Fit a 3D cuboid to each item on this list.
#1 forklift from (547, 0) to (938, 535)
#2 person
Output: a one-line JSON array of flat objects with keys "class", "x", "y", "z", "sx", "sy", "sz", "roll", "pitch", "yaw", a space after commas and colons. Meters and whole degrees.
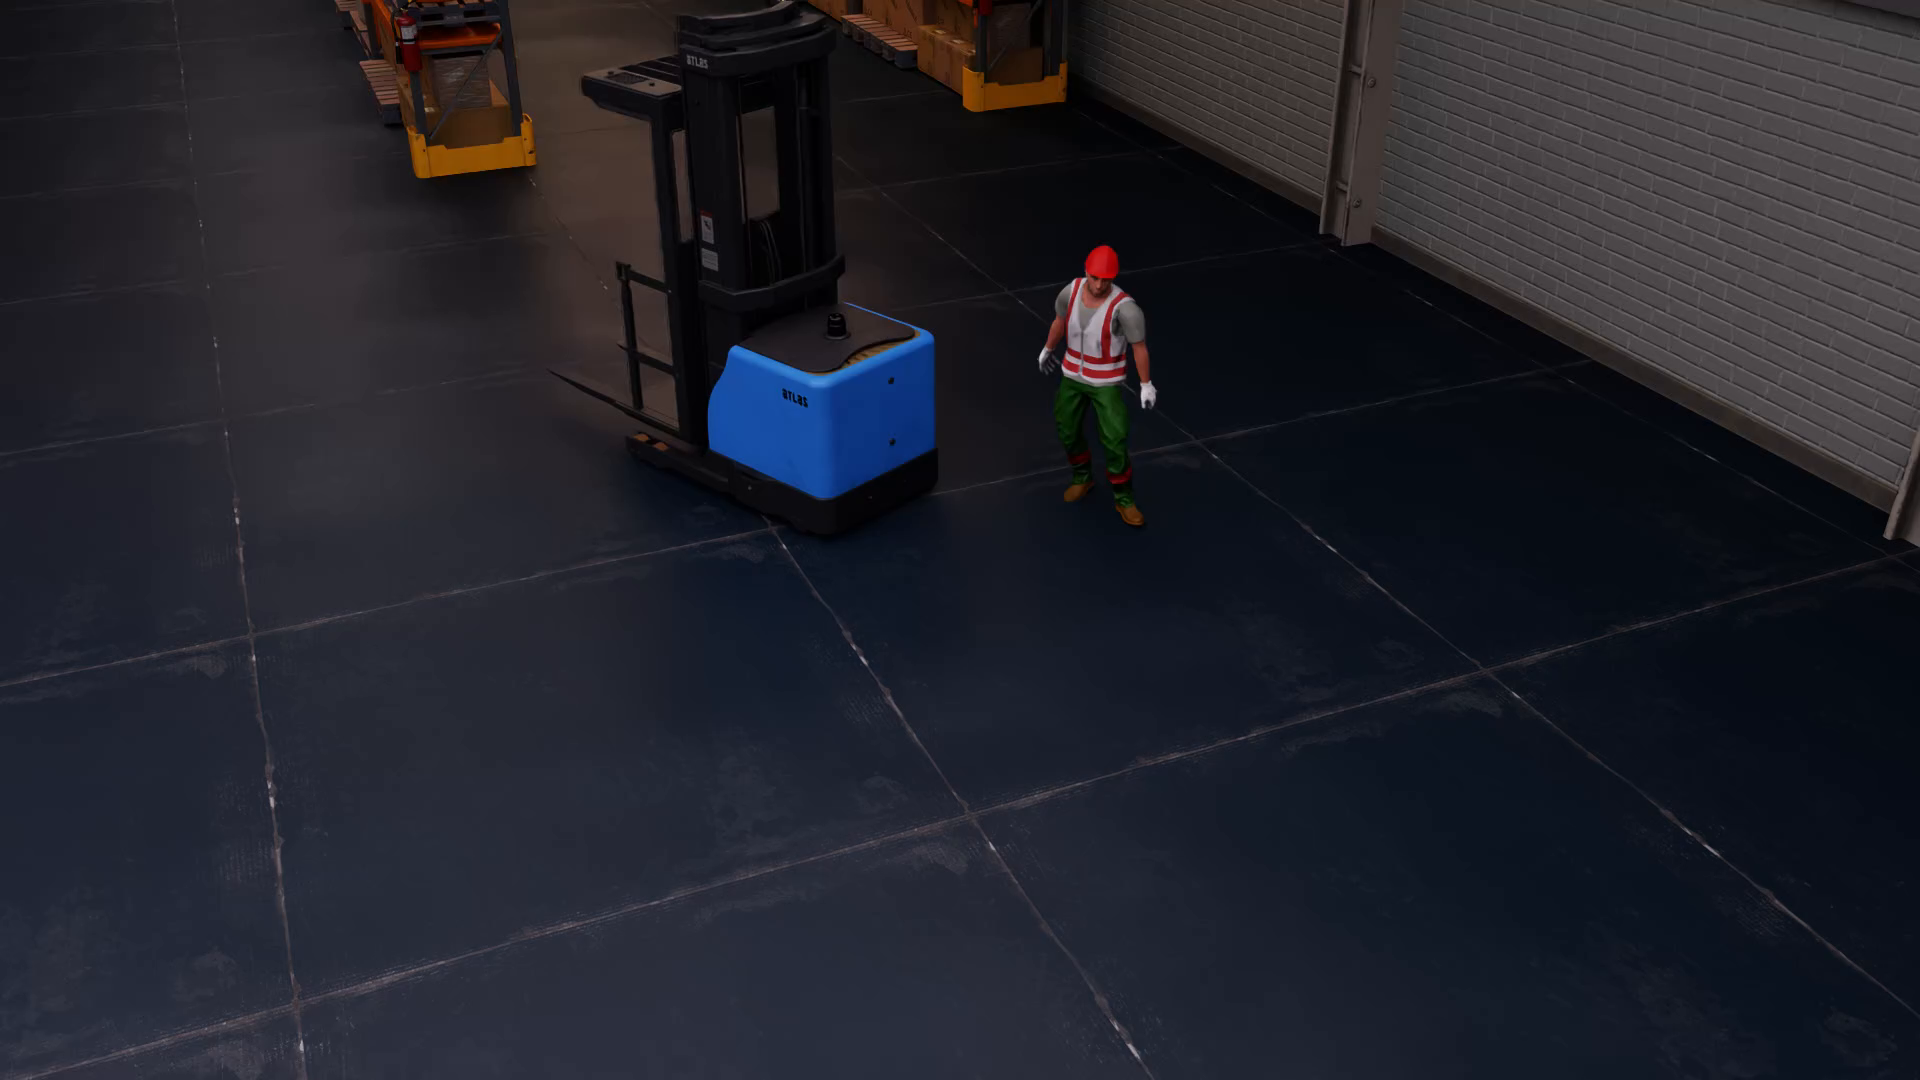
[{"class": "forklift", "x": -1.570, "y": -1.914, "z": 10.468, "sx": 3.031, "sy": 2.935, "sz": 1.130, "roll": 24, "pitch": 38, "yaw": 36}, {"class": "person", "x": 0.809, "y": -0.974, "z": 10.052, "sx": 0.885, "sy": 1.750, "sz": 0.460, "roll": 21, "pitch": 36, "yaw": 32}]
